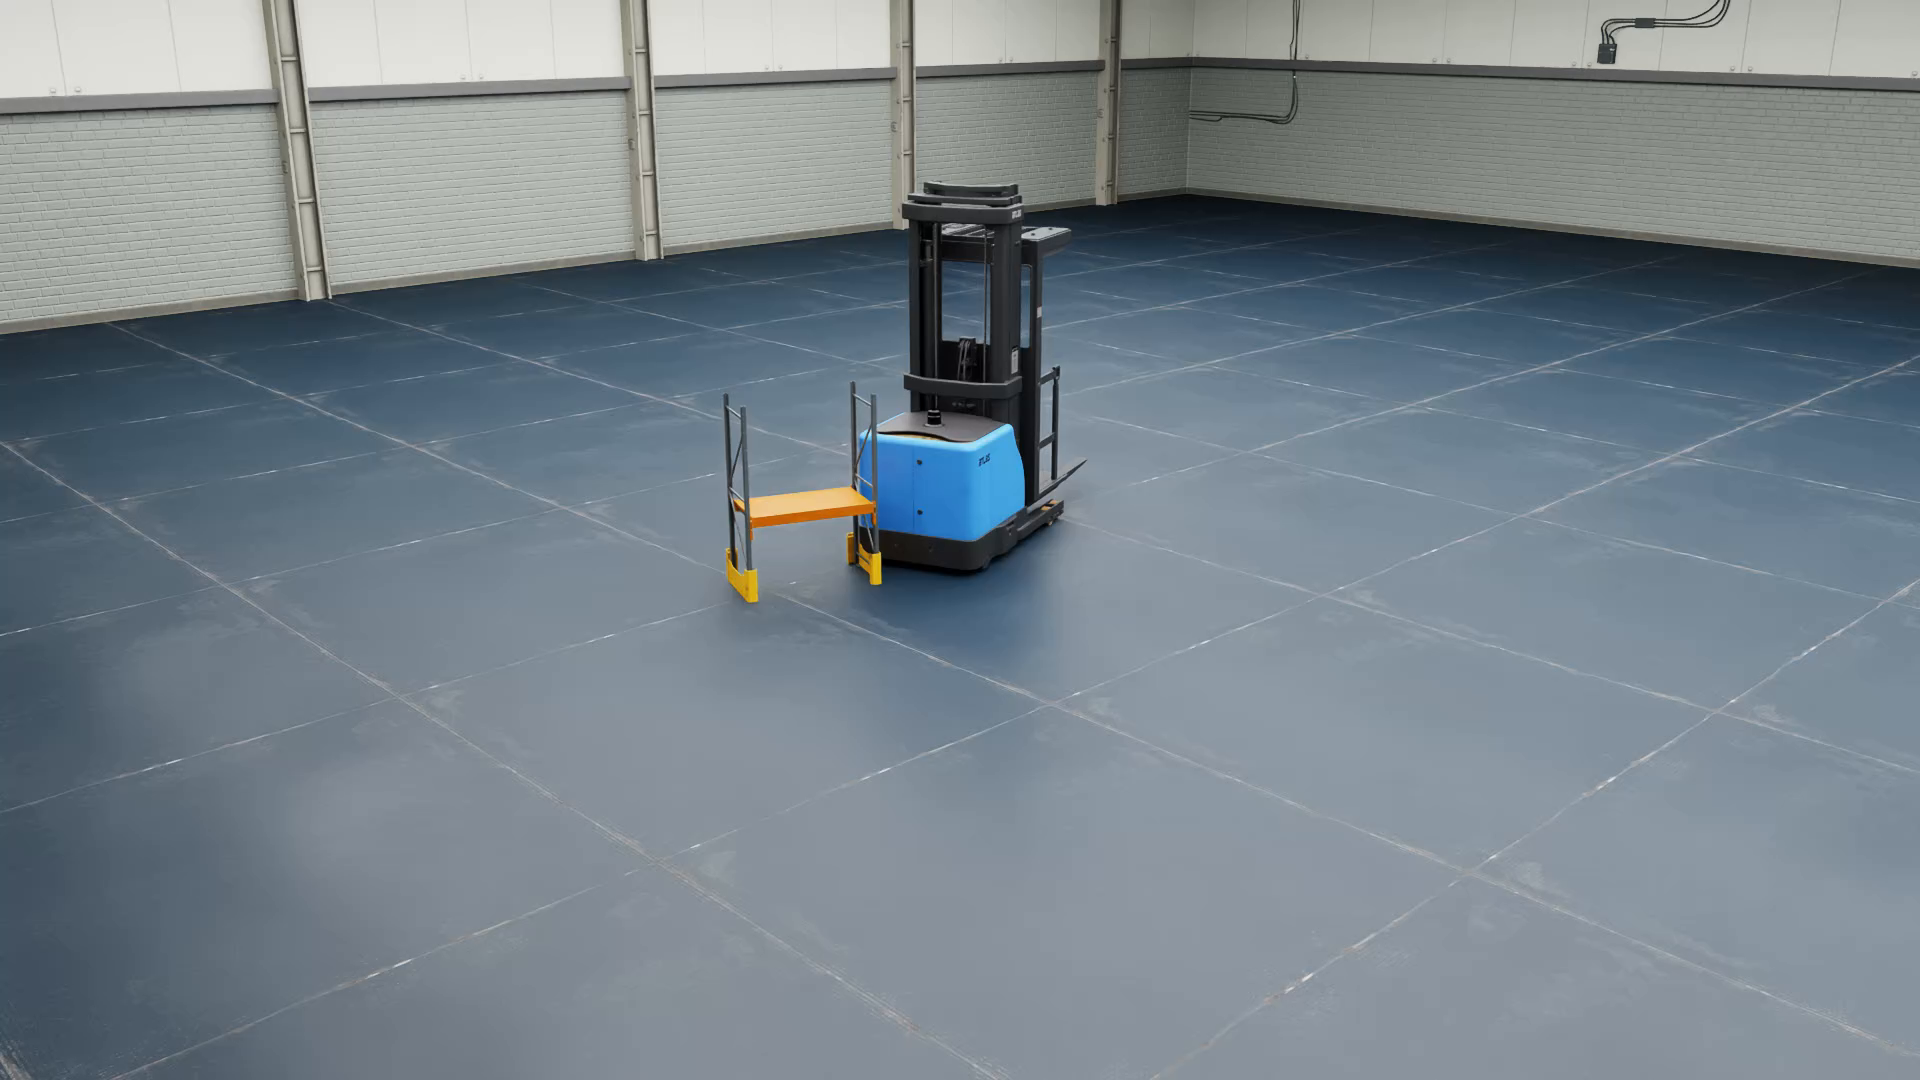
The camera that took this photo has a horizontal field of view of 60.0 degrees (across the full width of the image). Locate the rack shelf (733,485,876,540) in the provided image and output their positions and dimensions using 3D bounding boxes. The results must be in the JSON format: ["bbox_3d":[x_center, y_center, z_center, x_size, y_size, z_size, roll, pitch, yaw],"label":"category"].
[{"bbox_3d":[-1.208,-0.219,12.810,1.000,0.185,0.538,-8,19,-22],"label":"rack shelf"}]

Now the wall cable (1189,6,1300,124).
[{"bbox_3d":[6.305,-10.626,37.203,0.112,2.526,3.097,-16,24,-41],"label":"wall cable"}]

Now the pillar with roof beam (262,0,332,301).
[{"bbox_3d":[-6.866,-6.996,20.973,0.400,9.000,9.100,-16,24,-41],"label":"pillar with roof beam"}]

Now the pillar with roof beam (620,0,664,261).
[{"bbox_3d":[-2.506,-8.268,24.894,0.400,9.000,9.100,-16,24,-41],"label":"pillar with roof beam"}]

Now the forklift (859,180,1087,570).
[{"bbox_3d":[0.259,-1.569,14.071,1.130,2.935,3.031,8,20,23],"label":"forklift"}]

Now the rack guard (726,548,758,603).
[{"bbox_3d":[-1.673,0.267,12.755,0.087,0.250,0.587,-8,19,-22],"label":"rack guard"}]

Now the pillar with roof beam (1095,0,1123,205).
[{"bbox_3d":[6.213,-10.811,32.737,0.400,9.000,9.100,-16,24,-41],"label":"pillar with roof beam"}]

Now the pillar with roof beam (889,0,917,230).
[{"bbox_3d":[1.853,-9.539,28.816,0.400,9.000,9.100,-16,24,-41],"label":"pillar with roof beam"}]

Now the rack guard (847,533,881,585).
[{"bbox_3d":[-0.760,0.145,13.133,0.087,0.250,0.587,-8,19,-22],"label":"rack guard"}]

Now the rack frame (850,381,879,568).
[{"bbox_3d":[-0.742,-0.452,12.948,0.032,1.500,0.500,-8,19,-22],"label":"rack frame"}]

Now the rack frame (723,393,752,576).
[{"bbox_3d":[-1.675,-0.327,12.562,0.032,1.500,0.500,-8,19,-22],"label":"rack frame"}]

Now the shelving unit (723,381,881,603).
[{"bbox_3d":[-1.217,-0.389,12.751,1.083,1.500,0.587,-8,19,-22],"label":"shelving unit"}]

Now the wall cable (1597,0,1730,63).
[{"bbox_3d":[12.815,-11.590,29.627,0.169,6.003,2.305,-16,24,-41],"label":"wall cable"}]

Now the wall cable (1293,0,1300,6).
[{"bbox_3d":[8.163,-12.422,34.554,0.112,2.526,3.097,-16,24,-41],"label":"wall cable"}]
